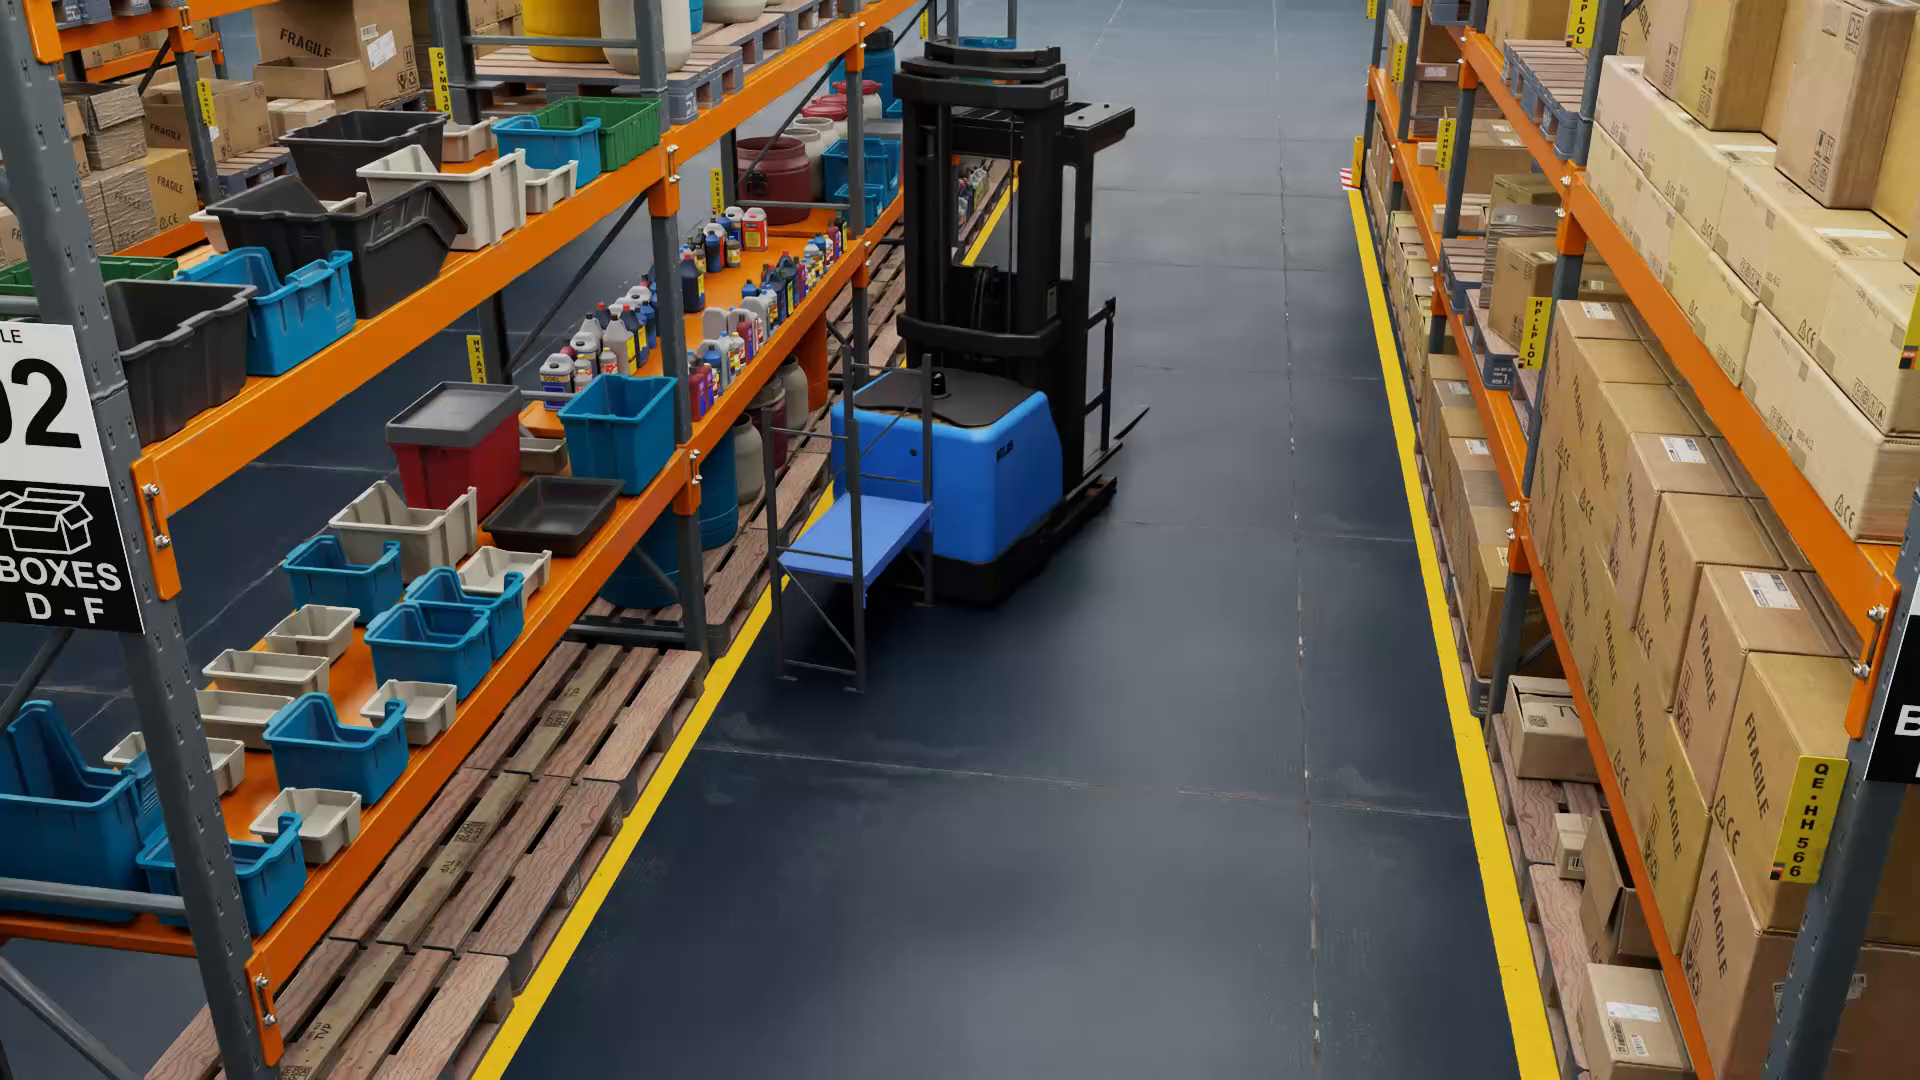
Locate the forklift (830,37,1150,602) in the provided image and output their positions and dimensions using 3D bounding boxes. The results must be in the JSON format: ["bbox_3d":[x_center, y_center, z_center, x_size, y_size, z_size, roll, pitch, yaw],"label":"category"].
[{"bbox_3d":[0.365,-1.571,10.148,1.130,2.935,3.031,12,28,24],"label":"forklift"}]

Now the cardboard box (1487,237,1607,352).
[{"bbox_3d":[3.290,-1.320,8.918,0.700,0.500,0.500,-2,25,-5],"label":"cardboard box"}]

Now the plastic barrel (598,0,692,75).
[{"bbox_3d":[-1.491,-2.499,7.857,0.433,0.535,0.433,0,25,0],"label":"plastic barrel"}]

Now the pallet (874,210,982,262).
[{"bbox_3d":[-0.366,-3.047,16.511,1.003,0.211,1.213,4,25,9],"label":"pallet"}]

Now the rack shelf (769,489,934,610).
[{"bbox_3d":[-0.559,0.033,8.835,0.538,0.185,1.000,8,26,17],"label":"rack shelf"}]

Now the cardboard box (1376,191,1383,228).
[{"bbox_3d":[4.388,-3.260,16.424,0.500,0.250,0.500,4,25,9],"label":"cardboard box"}]

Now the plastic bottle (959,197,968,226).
[{"bbox_3d":[-0.006,-3.238,16.322,0.152,0.276,0.135,5,26,10],"label":"plastic bottle"}]

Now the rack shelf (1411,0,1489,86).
[{"bbox_3d":[4.043,-3.883,12.319,1.077,0.370,4.000,4,25,9],"label":"rack shelf"}]

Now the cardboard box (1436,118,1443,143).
[{"bbox_3d":[4.332,-3.410,14.174,0.500,0.250,0.500,6,26,12],"label":"cardboard box"}]

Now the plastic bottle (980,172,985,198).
[{"bbox_3d":[0.179,-3.710,17.333,0.152,0.276,0.135,3,25,7],"label":"plastic bottle"}]

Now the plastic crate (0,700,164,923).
[{"bbox_3d":[-2.607,0.791,4.910,0.616,0.435,0.499,4,25,9],"label":"plastic crate"}]

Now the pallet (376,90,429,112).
[{"bbox_3d":[-5.671,-3.979,15.438,1.003,0.211,1.213,4,25,9],"label":"pallet"}]

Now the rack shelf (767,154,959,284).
[{"bbox_3d":[-0.843,-2.870,13.691,1.077,0.370,4.000,4,25,9],"label":"rack shelf"}]

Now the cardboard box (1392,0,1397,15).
[{"bbox_3d":[4.926,-5.776,17.404,0.700,0.500,0.500,4,25,9],"label":"cardboard box"}]

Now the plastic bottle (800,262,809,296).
[{"bbox_3d":[-1.001,-1.642,10.454,0.097,0.201,0.097,0,25,0],"label":"plastic bottle"}]

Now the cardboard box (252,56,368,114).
[{"bbox_3d":[-5.595,-3.881,14.385,0.797,0.503,0.637,7,26,14],"label":"cardboard box"}]

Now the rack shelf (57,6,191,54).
[{"bbox_3d":[-6.384,-2.898,10.214,1.077,0.370,4.000,4,25,9],"label":"rack shelf"}]

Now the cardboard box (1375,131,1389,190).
[{"bbox_3d":[4.468,-3.809,16.712,0.500,0.500,0.500,4,25,9],"label":"cardboard box"}]

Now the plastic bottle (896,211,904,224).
[{"bbox_3d":[-0.553,-3.311,16.391,0.144,0.351,0.185,4,25,9],"label":"plastic bottle"}]

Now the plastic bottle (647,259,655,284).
[{"bbox_3d":[-1.817,-1.532,10.042,0.144,0.351,0.185,4,25,9],"label":"plastic bottle"}]

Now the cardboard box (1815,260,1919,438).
[{"bbox_3d":[2.241,-0.418,3.653,0.500,0.250,0.500,4,25,9],"label":"cardboard box"}]

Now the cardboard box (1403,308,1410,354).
[{"bbox_3d":[3.727,-1.622,12.925,0.500,0.250,0.500,5,25,10],"label":"cardboard box"}]

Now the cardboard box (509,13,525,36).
[{"bbox_3d":[-5.047,-5.368,17.711,0.875,0.500,0.500,4,25,9],"label":"cardboard box"}]

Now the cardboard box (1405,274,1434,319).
[{"bbox_3d":[3.722,-1.878,12.810,0.500,0.311,0.500,4,25,8],"label":"cardboard box"}]

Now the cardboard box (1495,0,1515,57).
[{"bbox_3d":[3.594,-3.020,9.507,0.910,0.500,0.500,4,25,9],"label":"cardboard box"}]

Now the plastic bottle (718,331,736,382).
[{"bbox_3d":[-1.267,-0.995,8.988,0.097,0.271,0.097,0,25,0],"label":"plastic bottle"}]

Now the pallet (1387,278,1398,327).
[{"bbox_3d":[4.288,-2.113,14.516,1.003,0.211,1.213,4,25,9],"label":"pallet"}]

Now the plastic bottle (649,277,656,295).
[{"bbox_3d":[-1.803,-1.434,9.927,0.097,0.271,0.097,0,25,0],"label":"plastic bottle"}]

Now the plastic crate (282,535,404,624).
[{"bbox_3d":[-2.395,0.159,6.499,0.416,0.233,0.300,4,25,9],"label":"plastic crate"}]

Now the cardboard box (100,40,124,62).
[{"bbox_3d":[-9.972,-5.662,18.631,0.875,0.550,0.500,4,25,9],"label":"cardboard box"}]

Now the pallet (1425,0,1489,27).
[{"bbox_3d":[3.739,-3.577,11.039,1.213,0.211,1.003,5,26,11],"label":"pallet"}]

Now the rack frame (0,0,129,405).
[{"bbox_3d":[-2.478,-1.730,3.331,1.000,3.000,0.127,4,25,9],"label":"rack frame"}]

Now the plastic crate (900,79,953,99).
[{"bbox_3d":[-0.294,-3.837,14.834,0.402,0.464,0.583,4,25,9],"label":"plastic crate"}]

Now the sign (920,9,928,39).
[{"bbox_3d":[-0.405,-5.870,18.926,0.100,0.325,0.005,4,25,9],"label":"sign"}]

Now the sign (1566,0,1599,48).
[{"bbox_3d":[2.514,-2.149,6.691,0.100,0.325,0.005,4,25,9],"label":"sign"}]

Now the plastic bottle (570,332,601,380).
[{"bbox_3d":[-2.019,-0.970,8.930,0.152,0.276,0.135,4,25,9],"label":"plastic bottle"}]

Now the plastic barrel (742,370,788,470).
[{"bbox_3d":[-1.418,-0.779,10.725,0.600,0.588,0.708,4,25,9],"label":"plastic barrel"}]

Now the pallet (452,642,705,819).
[{"bbox_3d":[-1.906,0.887,8.106,1.003,0.211,1.213,4,25,9],"label":"pallet"}]

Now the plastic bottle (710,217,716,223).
[{"bbox_3d":[-1.659,-2.013,11.150,0.061,0.283,0.133,4,25,9],"label":"plastic bottle"}]

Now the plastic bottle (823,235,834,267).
[{"bbox_3d":[-0.890,-1.927,11.062,0.097,0.201,0.097,0,25,0],"label":"plastic bottle"}]

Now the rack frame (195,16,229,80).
[{"bbox_3d":[-9.626,-6.434,20.457,1.000,3.000,0.127,4,25,9],"label":"rack frame"}]

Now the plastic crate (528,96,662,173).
[{"bbox_3d":[-1.595,-1.750,7.163,0.450,0.188,0.662,4,25,9],"label":"plastic crate"}]

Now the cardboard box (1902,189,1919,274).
[{"bbox_3d":[2.476,-0.741,3.459,0.700,0.500,0.500,4,25,9],"label":"cardboard box"}]

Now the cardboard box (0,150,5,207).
[{"bbox_3d":[-6.404,-2.344,10.418,0.797,0.503,0.637,5,26,10],"label":"cardboard box"}]

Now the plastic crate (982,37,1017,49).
[{"bbox_3d":[0.351,-5.407,18.440,0.499,0.251,0.616,4,25,9],"label":"plastic crate"}]

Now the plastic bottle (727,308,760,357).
[{"bbox_3d":[-1.221,-1.184,9.388,0.152,0.276,0.135,4,25,9],"label":"plastic bottle"}]

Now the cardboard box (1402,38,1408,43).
[{"bbox_3d":[4.412,-4.686,15.839,0.380,0.149,0.250,5,25,10],"label":"cardboard box"}]

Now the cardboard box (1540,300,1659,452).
[{"bbox_3d":[2.708,-0.662,6.828,0.500,0.500,0.500,5,25,10],"label":"cardboard box"}]

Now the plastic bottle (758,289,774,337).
[{"bbox_3d":[-1.137,-1.326,9.696,0.097,0.271,0.097,0,25,0],"label":"plastic bottle"}]

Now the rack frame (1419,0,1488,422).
[{"bbox_3d":[3.716,-2.014,11.015,1.000,3.000,0.127,4,25,9],"label":"rack frame"}]

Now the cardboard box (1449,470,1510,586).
[{"bbox_3d":[3.031,-0.051,9.249,0.500,0.500,0.500,4,25,9],"label":"cardboard box"}]

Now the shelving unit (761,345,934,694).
[{"bbox_3d":[-0.559,-0.130,8.759,0.538,1.500,1.048,8,26,17],"label":"shelving unit"}]

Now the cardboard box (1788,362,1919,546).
[{"bbox_3d":[2.232,-0.192,3.761,0.500,0.250,0.500,4,25,9],"label":"cardboard box"}]

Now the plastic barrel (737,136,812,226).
[{"bbox_3d":[-1.393,-2.636,12.182,0.600,0.536,0.708,4,25,9],"label":"plastic barrel"}]

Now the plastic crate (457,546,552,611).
[{"bbox_3d":[-1.812,0.155,6.620,0.293,0.136,0.466,4,25,9],"label":"plastic crate"}]

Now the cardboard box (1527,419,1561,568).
[{"bbox_3d":[2.710,-0.192,7.005,0.500,0.500,0.500,5,25,10],"label":"cardboard box"}]

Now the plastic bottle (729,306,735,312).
[{"bbox_3d":[-1.309,-1.248,9.613,0.097,0.201,0.097,0,25,0],"label":"plastic bottle"}]

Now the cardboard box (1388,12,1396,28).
[{"bbox_3d":[4.706,-5.439,17.449,0.380,0.149,0.250,3,25,7],"label":"cardboard box"}]

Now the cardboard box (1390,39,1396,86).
[{"bbox_3d":[4.853,-4.991,17.257,0.700,0.500,0.500,5,25,10],"label":"cardboard box"}]
